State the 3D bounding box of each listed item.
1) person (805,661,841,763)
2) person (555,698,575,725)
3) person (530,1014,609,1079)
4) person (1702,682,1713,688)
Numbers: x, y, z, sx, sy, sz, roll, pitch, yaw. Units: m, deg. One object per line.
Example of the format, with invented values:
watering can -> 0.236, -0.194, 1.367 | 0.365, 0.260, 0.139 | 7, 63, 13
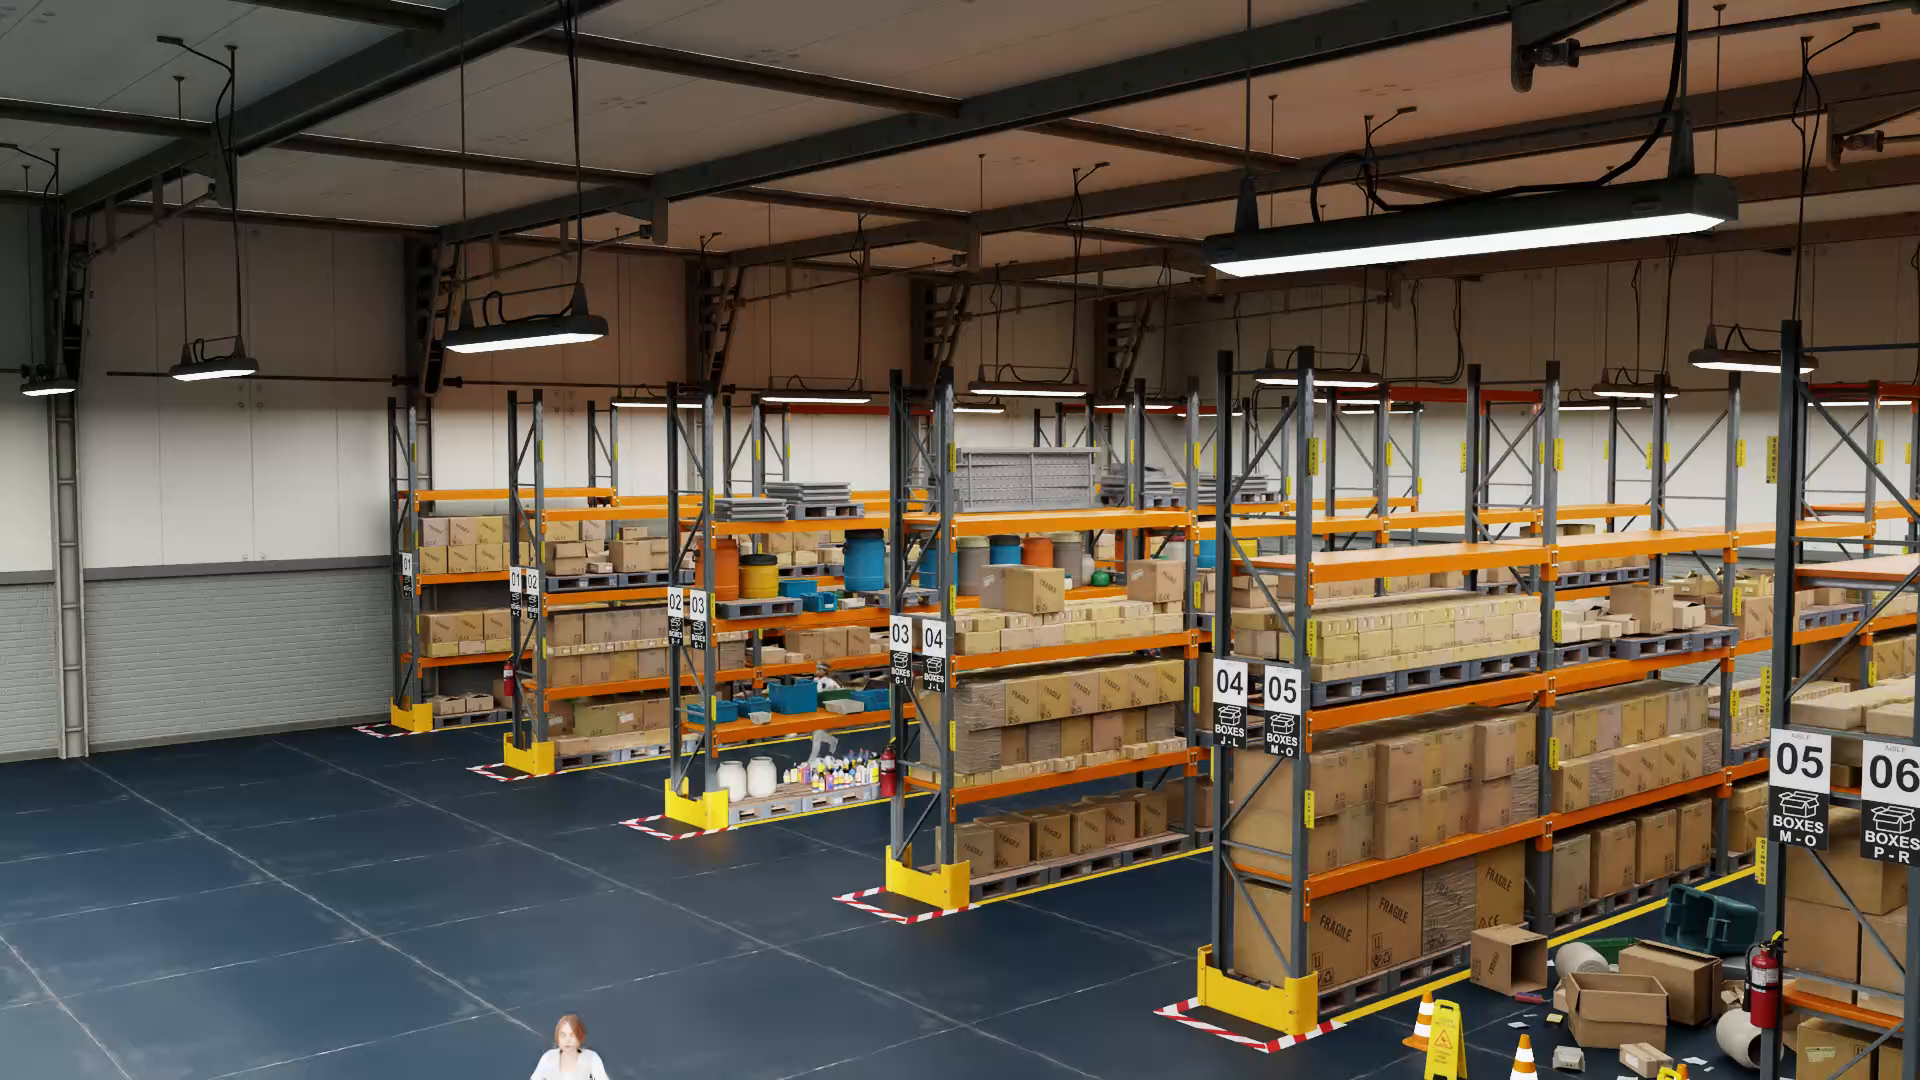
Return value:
person -> -2.210, 2.759, 26.641 | 0.616, 1.669, 0.890 | 3, 4, 37
person -> -6.851, 2.600, 28.533 | 0.678, 1.770, 0.861 | 3, 5, 43
person -> -2.444, 3.750, 10.427 | 0.545, 1.575, 0.864 | 0, 3, -8
person -> 10.633, 2.932, 23.837 | 0.700, 1.776, 0.638 | -3, 4, -42
